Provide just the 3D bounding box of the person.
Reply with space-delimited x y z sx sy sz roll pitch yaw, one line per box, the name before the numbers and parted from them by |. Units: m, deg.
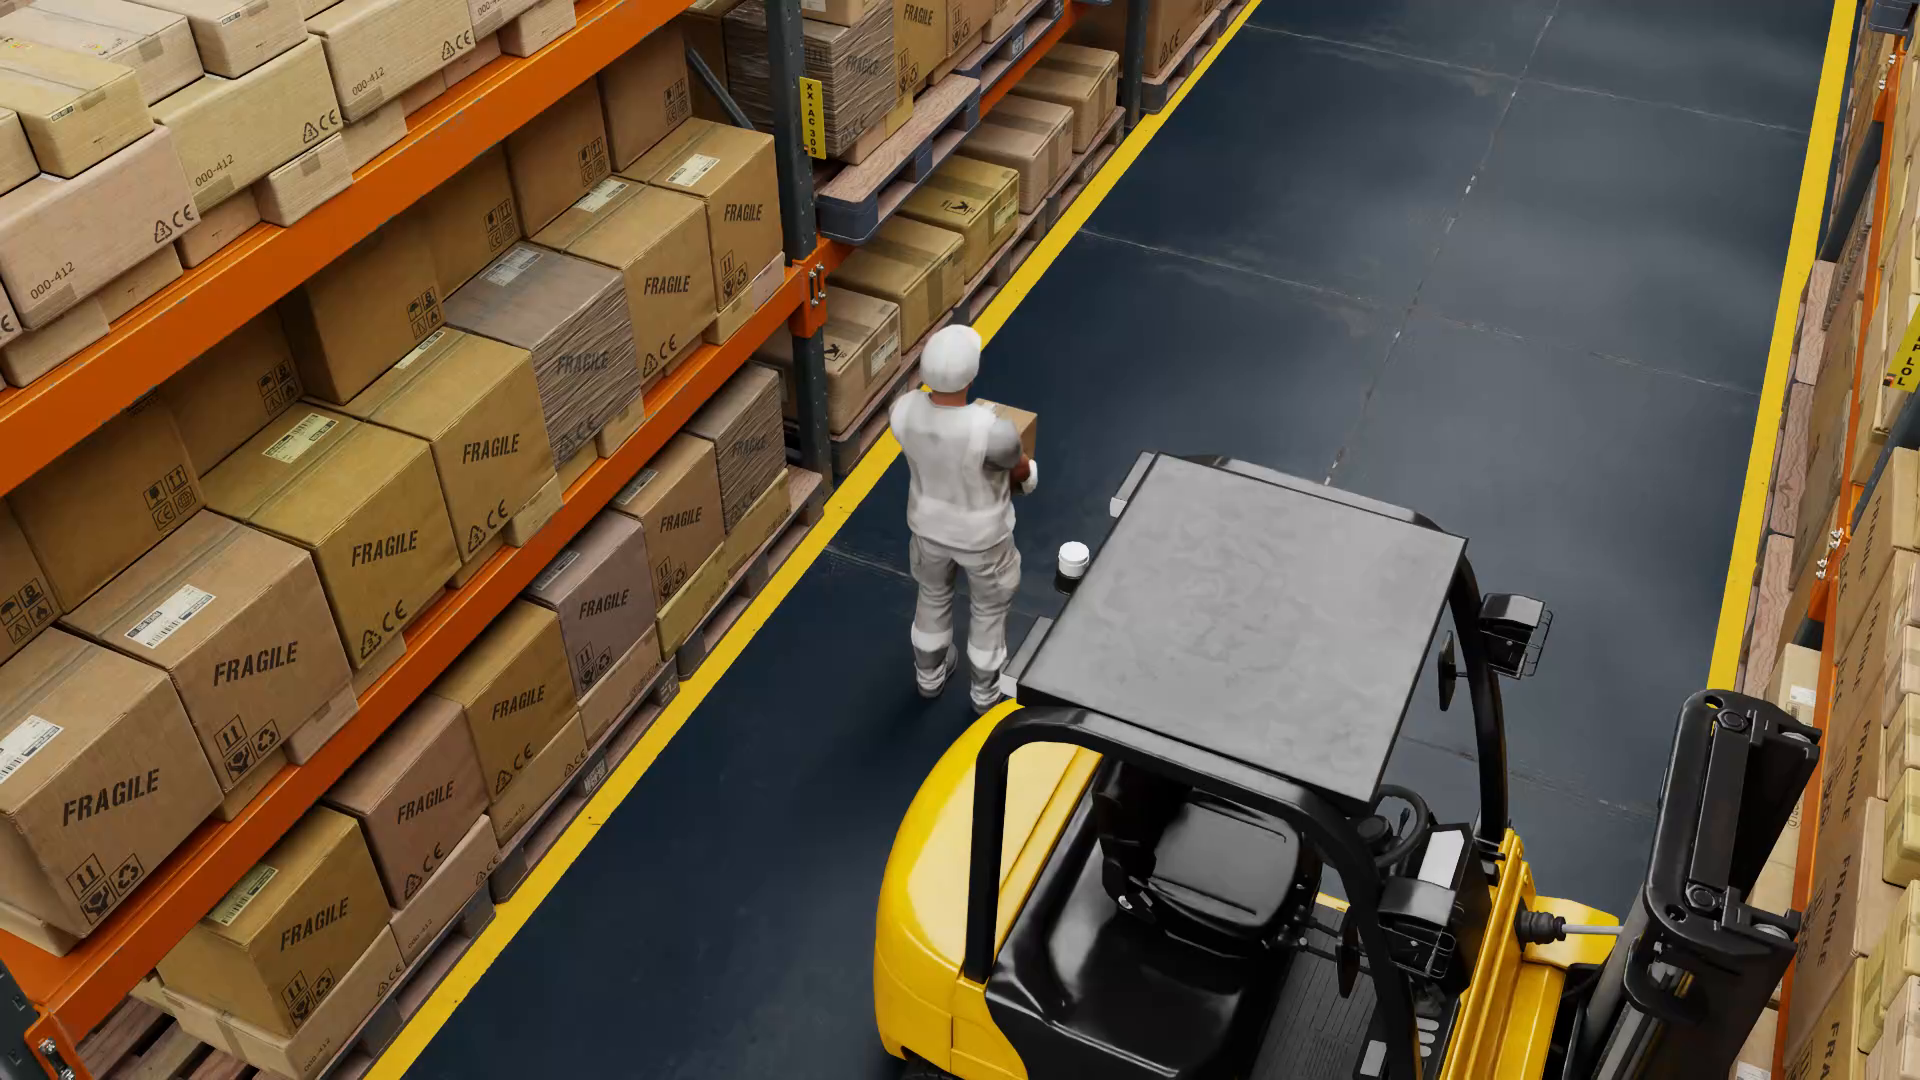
person | 0.035 -0.119 6.279 0.494 1.783 0.557 17 44 18
